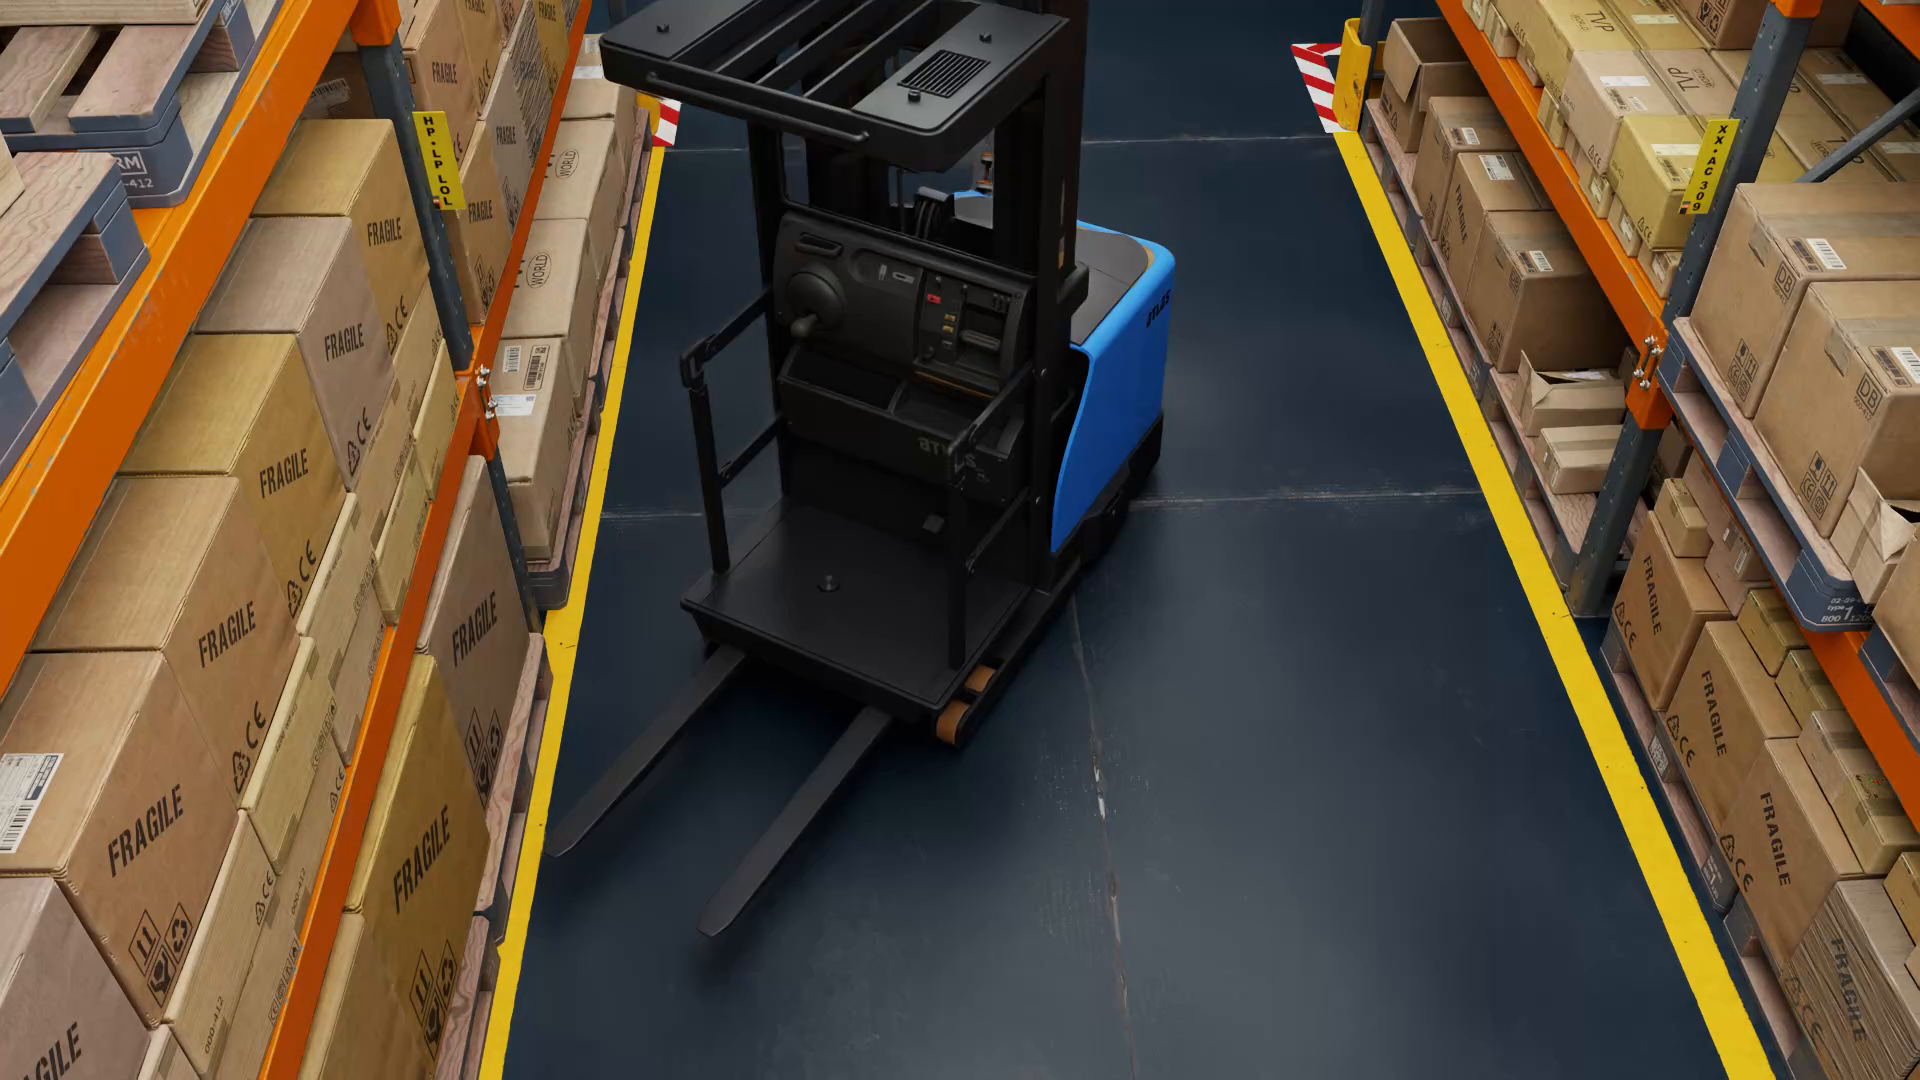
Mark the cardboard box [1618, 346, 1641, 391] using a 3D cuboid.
[{"bbox_3d":[3.052,-0.704,7.097,0.380,0.149,0.250,-2,43,-2],"label":"cardboard box"}]

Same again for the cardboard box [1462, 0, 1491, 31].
[{"bbox_3d":[2.437,-2.361,7.292,0.380,0.149,0.250,-3,43,-3],"label":"cardboard box"}]

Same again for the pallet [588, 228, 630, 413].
[{"bbox_3d":[-2.106,-1.022,7.709,1.003,0.211,1.213,-2,43,-2],"label":"pallet"}]

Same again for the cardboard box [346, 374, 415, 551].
[{"bbox_3d":[-1.807,-0.210,4.501,0.500,0.250,0.500,-1,43,-1],"label":"cardboard box"}]

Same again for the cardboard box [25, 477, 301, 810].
[{"bbox_3d":[-1.759,0.221,3.475,0.500,0.500,0.500,-1,43,-1],"label":"cardboard box"}]

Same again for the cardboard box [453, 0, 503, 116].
[{"bbox_3d":[-1.891,-1.784,5.663,0.500,0.500,0.500,-2,43,-2],"label":"cardboard box"}]

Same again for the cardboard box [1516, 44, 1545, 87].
[{"bbox_3d":[2.548,-2.012,6.911,0.380,0.149,0.250,-2,43,-2],"label":"cardboard box"}]

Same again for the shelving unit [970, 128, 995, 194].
[{"bbox_3d":[0.154,-1.346,7.421,0.258,1.200,0.189,12,7,13],"label":"shelving unit"}]

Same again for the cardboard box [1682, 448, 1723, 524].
[{"bbox_3d":[2.672,-0.188,5.574,0.380,0.149,0.250,-2,43,-3],"label":"cardboard box"}]

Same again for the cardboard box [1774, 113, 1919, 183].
[{"bbox_3d":[3.111,-1.251,5.785,0.500,0.250,0.500,-2,43,-2],"label":"cardboard box"}]

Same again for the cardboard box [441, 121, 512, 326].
[{"bbox_3d":[-1.855,-1.070,5.624,0.500,0.500,0.500,0,43,0],"label":"cardboard box"}]

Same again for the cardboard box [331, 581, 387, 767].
[{"bbox_3d":[-1.803,0.327,4.285,0.500,0.250,0.500,-3,43,-3],"label":"cardboard box"}]

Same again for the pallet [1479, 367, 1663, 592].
[{"bbox_3d":[2.834,-0.290,6.910,1.003,0.211,1.213,-2,43,-2],"label":"pallet"}]

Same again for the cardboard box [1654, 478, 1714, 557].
[{"bbox_3d":[2.611,-0.077,5.673,0.380,0.149,0.250,0,43,0],"label":"cardboard box"}]

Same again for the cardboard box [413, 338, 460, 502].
[{"bbox_3d":[-1.826,-0.358,5.032,0.500,0.250,0.500,-3,43,-3],"label":"cardboard box"}]

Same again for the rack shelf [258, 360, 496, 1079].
[{"bbox_3d":[-2.012,0.906,4.074,1.077,0.370,4.000,-2,43,-2],"label":"rack shelf"}]

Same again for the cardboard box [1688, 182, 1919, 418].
[{"bbox_3d":[2.659,-0.713,4.923,0.700,0.500,0.500,-1,43,-1],"label":"cardboard box"}]

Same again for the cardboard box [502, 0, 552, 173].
[{"bbox_3d":[-1.887,-1.746,6.361,0.500,0.500,0.500,-1,43,-2],"label":"cardboard box"}]

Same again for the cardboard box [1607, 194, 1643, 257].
[{"bbox_3d":[2.563,-1.145,5.965,0.380,0.149,0.250,-1,43,-1],"label":"cardboard box"}]

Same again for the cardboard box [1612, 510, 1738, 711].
[{"bbox_3d":[2.658,0.245,5.801,0.500,0.500,0.500,0,43,0],"label":"cardboard box"}]

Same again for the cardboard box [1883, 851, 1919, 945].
[{"bbox_3d":[2.770,0.984,4.515,0.380,0.149,0.250,-1,43,-2],"label":"cardboard box"}]

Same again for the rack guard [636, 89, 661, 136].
[{"bbox_3d":[-2.268,-2.504,9.112,1.175,0.500,0.348,-2,43,-2],"label":"rack guard"}]

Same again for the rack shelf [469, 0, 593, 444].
[{"bbox_3d":[-2.182,-1.794,7.020,1.077,0.370,4.000,-2,43,-2],"label":"rack shelf"}]

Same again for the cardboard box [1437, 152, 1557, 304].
[{"bbox_3d":[2.543,-1.434,7.634,0.500,0.500,0.500,-1,43,-1],"label":"cardboard box"}]

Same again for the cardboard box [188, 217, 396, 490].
[{"bbox_3d":[-1.798,-0.471,4.230,0.500,0.500,0.500,-1,43,-1],"label":"cardboard box"}]

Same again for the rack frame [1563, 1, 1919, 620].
[{"bbox_3d":[2.862,-0.854,5.462,1.000,3.000,0.127,-2,43,-2],"label":"rack frame"}]

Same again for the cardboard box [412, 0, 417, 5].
[{"bbox_3d":[-1.878,-1.747,5.142,0.380,0.149,0.250,-1,43,-1],"label":"cardboard box"}]

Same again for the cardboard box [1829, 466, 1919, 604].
[{"bbox_3d":[2.538,-0.011,4.330,0.396,0.266,0.258,0,43,0],"label":"cardboard box"}]

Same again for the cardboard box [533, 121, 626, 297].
[{"bbox_3d":[-2.092,-1.560,7.817,0.875,0.438,0.875,-1,43,-1],"label":"cardboard box"}]

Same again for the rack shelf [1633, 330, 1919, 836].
[{"bbox_3d":[2.947,0.761,4.232,1.077,0.370,4.000,-2,43,-2],"label":"rack shelf"}]

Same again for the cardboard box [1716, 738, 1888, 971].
[{"bbox_3d":[2.707,0.942,5.042,0.500,0.500,0.500,-3,43,-3],"label":"cardboard box"}]

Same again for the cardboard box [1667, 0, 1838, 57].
[{"bbox_3d":[3.063,-1.937,6.535,0.500,0.250,0.500,-1,43,-1],"label":"cardboard box"}]

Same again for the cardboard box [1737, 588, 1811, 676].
[{"bbox_3d":[2.723,0.281,5.283,0.380,0.149,0.250,-4,43,-4],"label":"cardboard box"}]

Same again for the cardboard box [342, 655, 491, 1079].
[{"bbox_3d":[-1.945,0.945,4.761,0.875,0.875,0.875,-1,43,-1],"label":"cardboard box"}]

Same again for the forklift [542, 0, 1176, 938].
[{"bbox_3d":[-0.313,-0.702,5.346,1.130,2.935,3.031,21,46,21],"label":"forklift"}]

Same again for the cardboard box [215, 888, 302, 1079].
[{"bbox_3d":[-1.753,1.008,3.541,0.500,0.250,0.500,0,43,0],"label":"cardboard box"}]

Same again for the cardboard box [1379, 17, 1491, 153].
[{"bbox_3d":[2.623,-2.373,8.656,0.797,0.503,0.637,-3,43,-3],"label":"cardboard box"}]

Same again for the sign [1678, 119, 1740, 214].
[{"bbox_3d":[2.320,-1.153,5.147,0.100,0.325,0.005,-2,43,-2],"label":"sign"}]

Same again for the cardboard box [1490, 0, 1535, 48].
[{"bbox_3d":[2.532,-2.268,6.895,0.500,0.250,0.500,-3,43,-3],"label":"cardboard box"}]

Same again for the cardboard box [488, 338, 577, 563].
[{"bbox_3d":[-2.016,-0.346,6.493,0.875,0.438,0.875,-2,43,-2],"label":"cardboard box"}]

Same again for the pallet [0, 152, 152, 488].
[{"bbox_3d":[-2.058,-0.233,2.704,1.003,0.211,1.213,0,43,0],"label":"pallet"}]

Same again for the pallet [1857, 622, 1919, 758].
[{"bbox_3d":[2.945,0.604,4.013,1.003,0.211,1.213,-2,43,-2],"label":"pallet"}]

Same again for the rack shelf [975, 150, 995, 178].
[{"bbox_3d":[0.213,-1.654,7.385,0.258,0.103,0.180,12,7,13],"label":"rack shelf"}]

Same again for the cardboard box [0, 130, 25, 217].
[{"bbox_3d":[-1.867,-0.611,2.839,0.380,0.166,0.250,2,43,2],"label":"cardboard box"}]

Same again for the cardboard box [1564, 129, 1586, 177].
[{"bbox_3d":[2.544,-1.497,6.350,0.380,0.149,0.250,-1,43,-1],"label":"cardboard box"}]

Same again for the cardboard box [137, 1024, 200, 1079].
[{"bbox_3d":[-1.723,1.164,3.001,0.500,0.250,0.500,-1,43,-1],"label":"cardboard box"}]

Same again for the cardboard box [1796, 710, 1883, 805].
[{"bbox_3d":[2.721,0.635,4.896,0.380,0.149,0.250,-2,43,-2],"label":"cardboard box"}]

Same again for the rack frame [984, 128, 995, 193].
[{"bbox_3d":[0.177,-1.352,7.510,0.240,1.200,0.006,12,7,13],"label":"rack frame"}]

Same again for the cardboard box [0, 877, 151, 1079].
[{"bbox_3d":[-1.735,0.911,2.722,0.500,0.500,0.500,-1,43,-2],"label":"cardboard box"}]

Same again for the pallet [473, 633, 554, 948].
[{"bbox_3d":[-1.989,0.837,5.680,1.003,0.211,1.213,-2,43,-2],"label":"pallet"}]

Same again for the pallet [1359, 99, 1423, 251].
[{"bbox_3d":[2.730,-1.937,8.707,1.003,0.211,1.213,-2,43,-2],"label":"pallet"}]

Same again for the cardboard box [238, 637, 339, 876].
[{"bbox_3d":[-1.740,0.484,3.743,0.500,0.250,0.500,-1,43,-1],"label":"cardboard box"}]

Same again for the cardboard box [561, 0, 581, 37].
[{"bbox_3d":[-1.944,-2.442,7.120,0.500,0.500,0.500,-1,43,-1],"label":"cardboard box"}]

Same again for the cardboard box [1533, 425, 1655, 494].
[{"bbox_3d":[2.545,-0.326,6.685,0.380,0.149,0.250,-3,43,-3],"label":"cardboard box"}]

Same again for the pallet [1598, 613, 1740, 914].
[{"bbox_3d":[2.934,0.722,5.806,1.003,0.211,1.213,-2,43,-2],"label":"pallet"}]

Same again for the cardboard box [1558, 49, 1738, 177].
[{"bbox_3d":[2.561,-1.583,6.148,0.500,0.250,0.500,-2,43,-2],"label":"cardboard box"}]

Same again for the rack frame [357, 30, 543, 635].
[{"bbox_3d":[-2.097,-0.709,5.304,1.000,3.000,0.127,-2,43,-2],"label":"rack frame"}]

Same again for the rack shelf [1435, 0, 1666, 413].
[{"bbox_3d":[2.777,-1.939,7.178,1.077,0.370,4.000,-2,43,-2],"label":"rack shelf"}]
